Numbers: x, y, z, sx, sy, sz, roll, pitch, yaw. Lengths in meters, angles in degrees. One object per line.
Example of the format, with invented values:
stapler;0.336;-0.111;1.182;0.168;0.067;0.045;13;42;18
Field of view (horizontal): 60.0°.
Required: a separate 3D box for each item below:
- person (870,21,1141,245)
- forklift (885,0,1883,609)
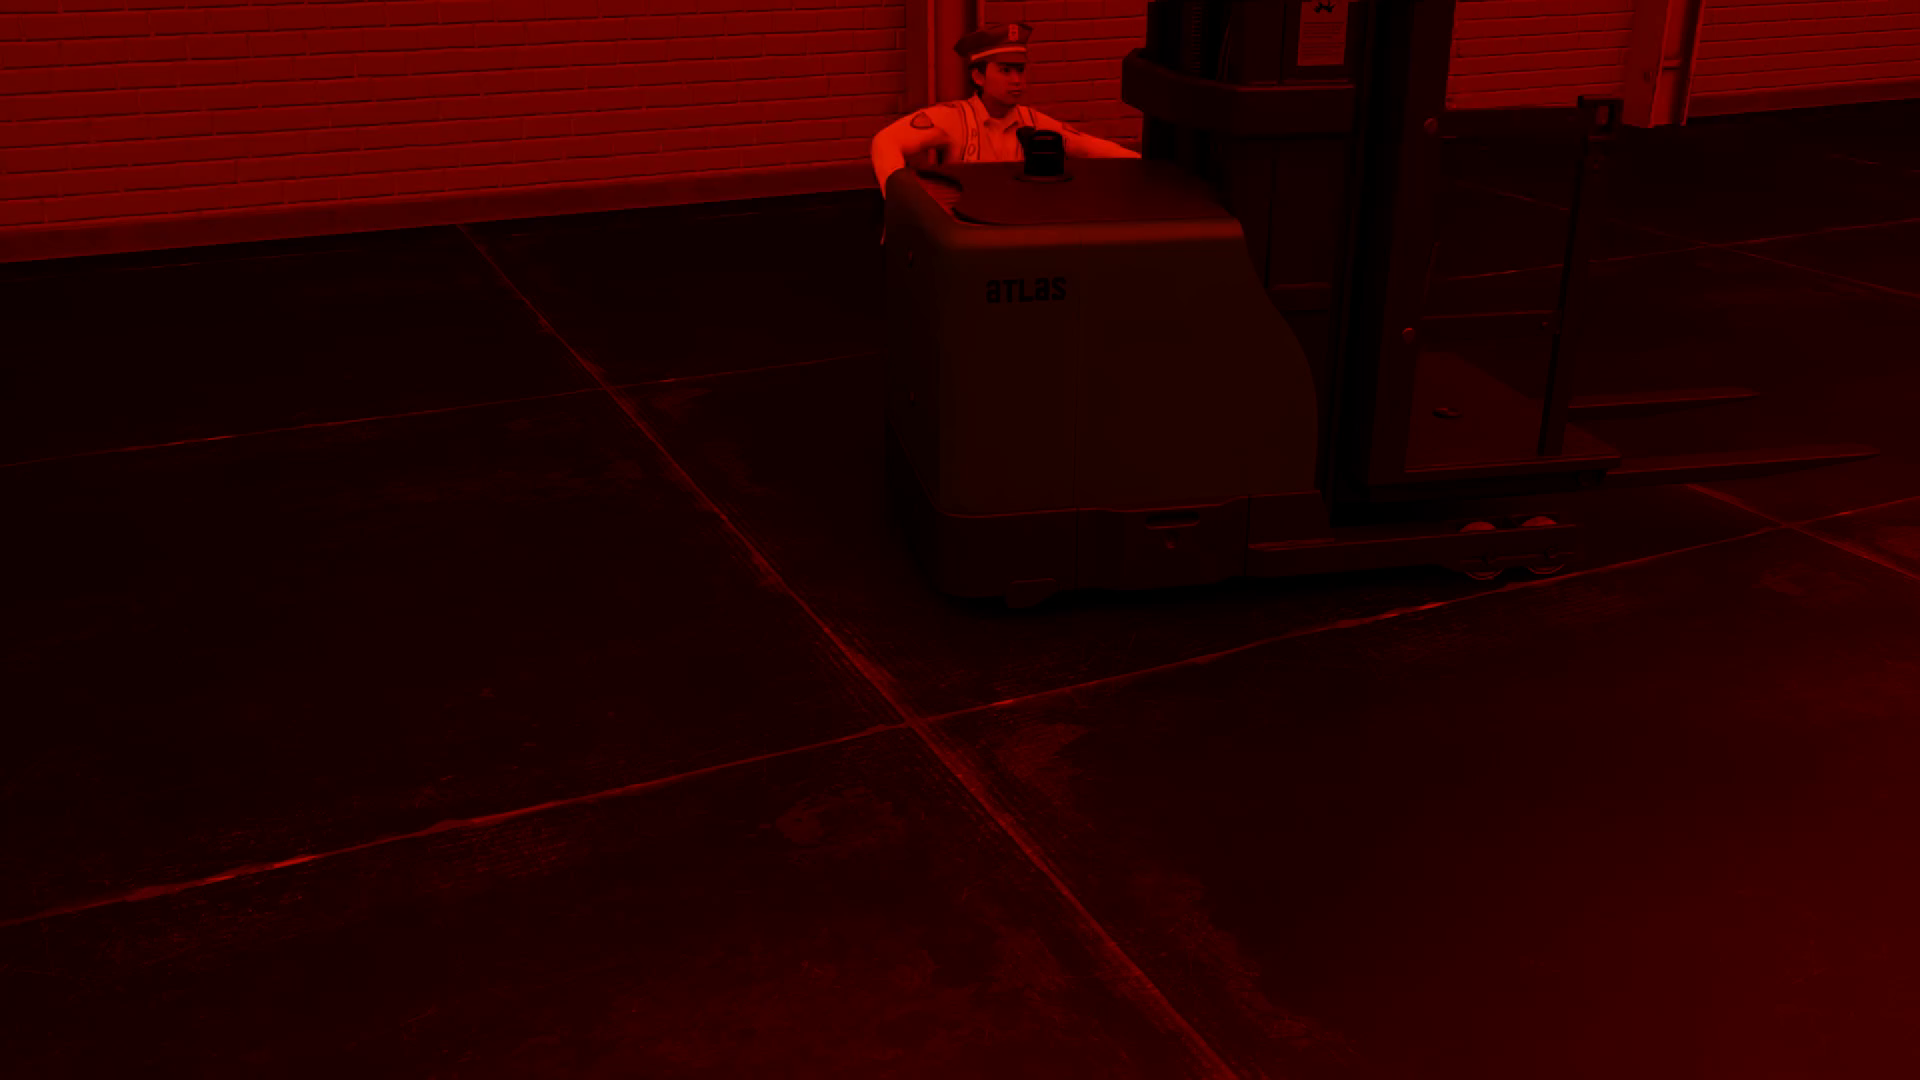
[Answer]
person;0.201;-0.903;5.372;0.967;1.451;0.795;-16;28;-34
forklift;1.330;-1.432;4.733;3.031;2.935;1.130;-4;23;-10
